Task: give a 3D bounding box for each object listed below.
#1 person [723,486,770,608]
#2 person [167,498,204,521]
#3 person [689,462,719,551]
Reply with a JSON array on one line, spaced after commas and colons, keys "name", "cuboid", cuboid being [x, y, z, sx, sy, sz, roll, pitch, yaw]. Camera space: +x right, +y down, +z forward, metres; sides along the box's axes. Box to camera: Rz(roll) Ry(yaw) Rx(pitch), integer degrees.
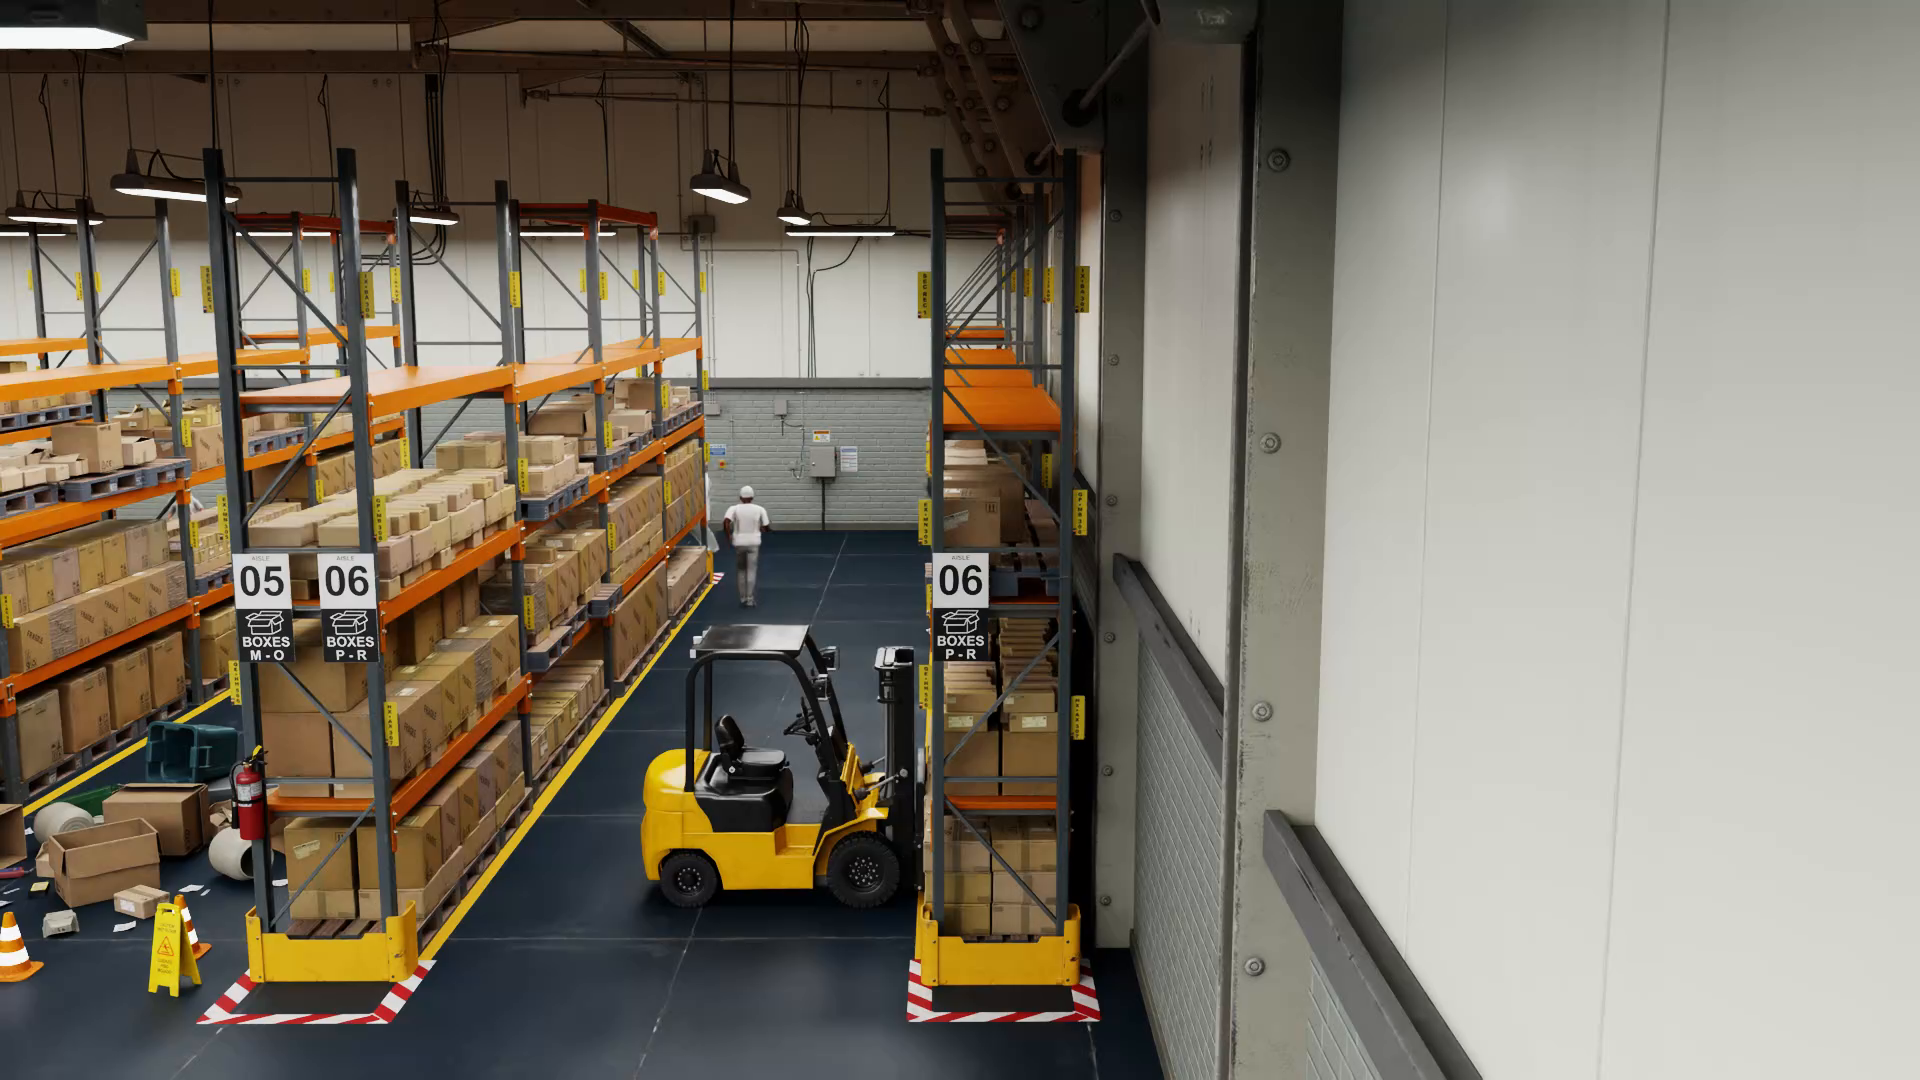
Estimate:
[{"name": "person", "cuboid": [-3.098, 0.143, 24.328, 0.632, 1.866, 0.799, 0, 9, 2]}, {"name": "person", "cuboid": [-13.141, -0.149, 28.304, 0.597, 1.622, 0.690, -5, 10, -29]}, {"name": "person", "cuboid": [-4.830, -0.581, 30.742, 0.718, 1.681, 0.683, -4, 10, -24]}]
